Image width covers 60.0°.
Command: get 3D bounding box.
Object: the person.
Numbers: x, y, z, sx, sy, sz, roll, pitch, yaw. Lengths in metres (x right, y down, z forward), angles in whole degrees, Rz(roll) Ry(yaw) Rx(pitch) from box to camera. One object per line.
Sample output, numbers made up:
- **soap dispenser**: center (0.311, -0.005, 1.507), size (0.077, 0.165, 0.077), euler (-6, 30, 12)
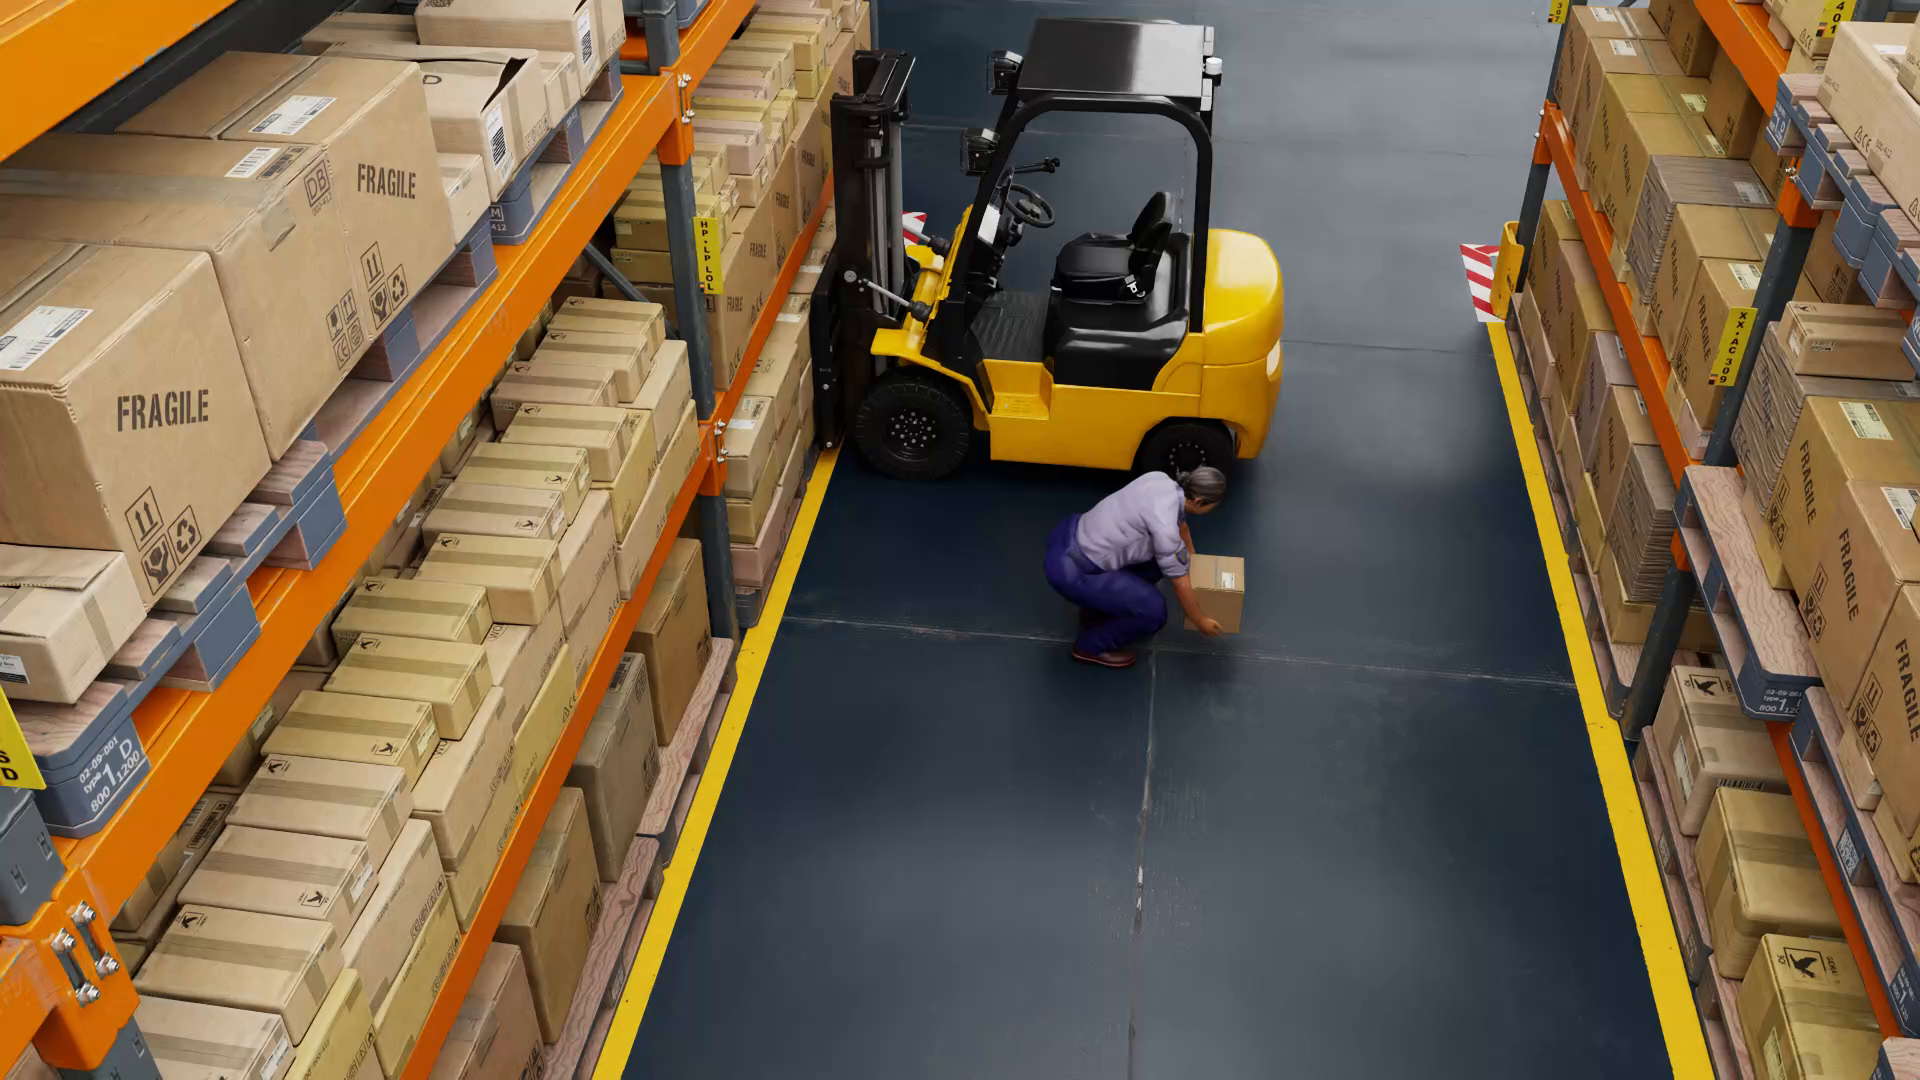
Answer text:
- **person**: center (0.797, 0.082, 7.522), size (0.825, 0.965, 0.525), euler (4, 37, 6)
